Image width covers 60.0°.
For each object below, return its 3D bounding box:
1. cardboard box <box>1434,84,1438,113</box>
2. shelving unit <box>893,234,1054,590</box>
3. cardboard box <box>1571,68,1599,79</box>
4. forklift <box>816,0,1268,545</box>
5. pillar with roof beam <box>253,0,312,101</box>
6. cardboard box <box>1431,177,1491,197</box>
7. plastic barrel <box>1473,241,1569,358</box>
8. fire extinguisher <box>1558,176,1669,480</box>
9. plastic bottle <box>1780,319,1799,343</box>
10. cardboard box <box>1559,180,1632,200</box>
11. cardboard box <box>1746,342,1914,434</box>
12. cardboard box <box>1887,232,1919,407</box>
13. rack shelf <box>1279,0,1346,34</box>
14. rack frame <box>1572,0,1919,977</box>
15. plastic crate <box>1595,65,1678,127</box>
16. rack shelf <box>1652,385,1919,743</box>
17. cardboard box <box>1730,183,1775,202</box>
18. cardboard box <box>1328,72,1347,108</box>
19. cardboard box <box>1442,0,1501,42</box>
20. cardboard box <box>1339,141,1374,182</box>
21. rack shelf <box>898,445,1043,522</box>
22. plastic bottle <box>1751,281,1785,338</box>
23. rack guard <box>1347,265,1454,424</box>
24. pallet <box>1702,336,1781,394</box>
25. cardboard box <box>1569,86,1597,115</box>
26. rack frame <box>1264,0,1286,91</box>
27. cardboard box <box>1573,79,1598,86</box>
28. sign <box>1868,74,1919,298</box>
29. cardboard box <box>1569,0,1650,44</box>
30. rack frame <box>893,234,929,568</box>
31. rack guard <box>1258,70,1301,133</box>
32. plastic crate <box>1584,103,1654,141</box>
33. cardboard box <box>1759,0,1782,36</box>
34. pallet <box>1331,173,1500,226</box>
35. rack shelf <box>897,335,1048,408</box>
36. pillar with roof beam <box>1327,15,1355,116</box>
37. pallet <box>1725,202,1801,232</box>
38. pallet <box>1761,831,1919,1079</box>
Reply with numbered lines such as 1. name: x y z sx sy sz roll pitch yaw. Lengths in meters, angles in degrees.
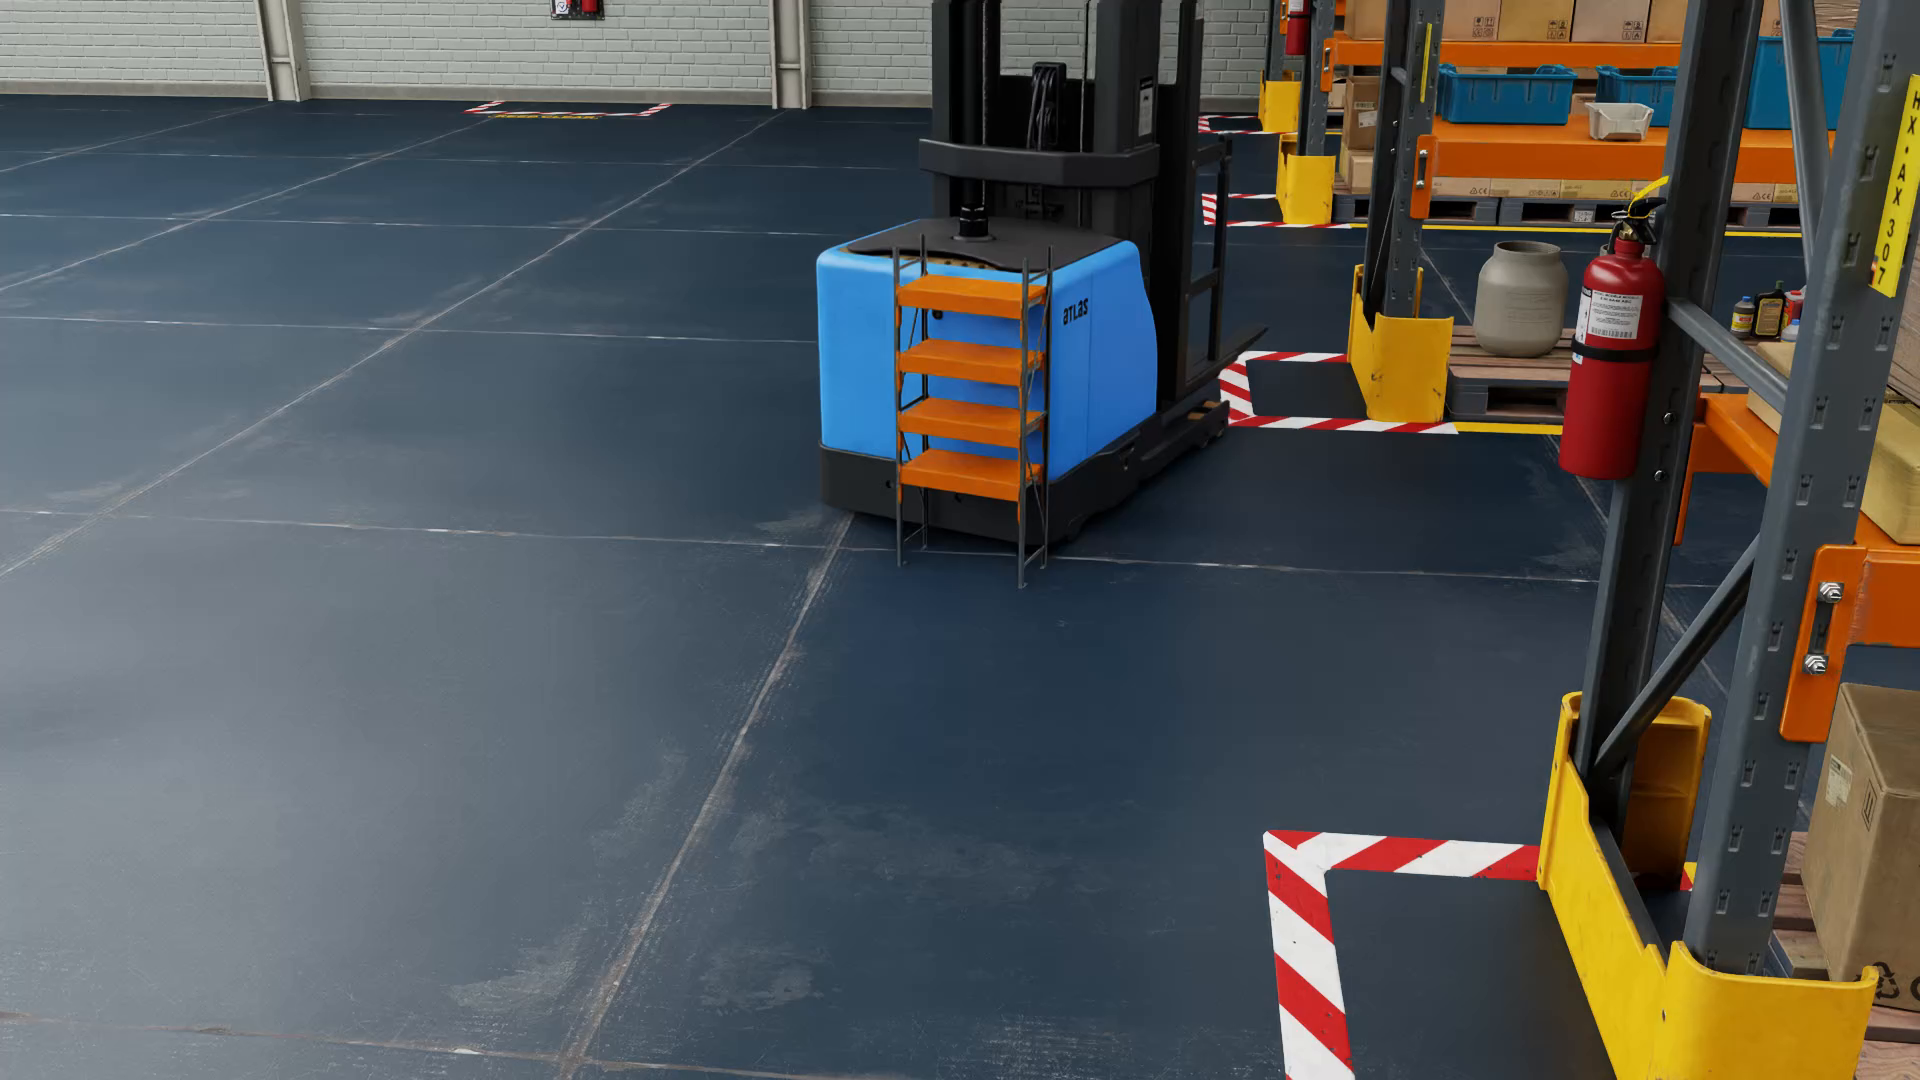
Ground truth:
1. cardboard box: 3.684 -3.095 12.337 0.500 0.500 0.500 2 22 6
2. shelving unit: 0.045 -0.458 5.965 0.503 1.200 0.258 10 24 23
3. cardboard box: 6.197 -4.663 16.957 0.500 0.500 0.500 1 22 2
4. forklift: 0.586 -1.844 7.117 1.130 2.935 3.031 11 24 26
5. pillar with roof beam: -8.366 -7.787 13.896 0.400 9.000 9.100 2 22 6
6. cardboard box: 3.684 -2.747 12.477 0.500 0.250 0.500 2 22 6
7. plastic barrel: 2.757 -1.185 8.169 0.421 0.512 0.421 0 22 0
8. fire extinguisher: 1.452 -0.476 3.668 0.183 0.674 0.296 2 22 6
9. plastic bottle: 3.858 -0.890 7.725 0.097 0.271 0.097 0 22 0
10. cardboard box: 4.676 -2.702 12.363 0.500 0.250 0.500 2 22 6
11. cardboard box: 1.819 -0.285 3.422 0.250 0.149 0.380 2 22 6
12. cardboard box: 2.054 -0.489 3.057 0.500 0.500 0.875 2 22 6
13. rack shelf: 5.246 -5.343 16.853 4.000 0.370 1.077 2 22 6
14. rack frame: 1.511 -0.338 3.216 0.127 3.000 1.000 2 22 6
15. plastic crate: 3.271 -2.135 7.963 0.408 0.251 0.499 2 22 6
16. rack shelf: 3.497 0.083 3.129 4.000 0.370 1.077 2 22 6
17. cardboard box: 5.671 -2.664 12.267 0.500 0.250 0.500 2 22 6
18. cardboard box: 3.936 -4.655 17.194 0.500 0.311 0.500 0 22 0
19. cardboard box: 3.665 -3.956 12.230 0.500 0.500 0.700 3 22 8
20. cardboard box: 3.248 -2.956 13.007 0.500 0.250 0.500 2 22 6
21. rack shelf: 0.045 -0.210 6.063 0.480 0.148 0.258 10 24 23
22. plastic bottle: 4.088 -1.170 8.417 0.133 0.283 0.061 3 22 8
23. rack guard: 2.175 -0.998 8.285 0.348 0.500 1.175 2 22 6
24. pallet: 4.189 -0.773 8.108 1.213 0.211 1.003 2 22 6
25. cardboard box: 4.676 -3.050 12.224 0.500 0.500 0.500 2 22 6
26. rack frame: 3.260 -5.764 16.939 0.127 3.000 1.000 2 22 6
27. cardboard box: 4.739 -3.246 12.719 0.500 0.500 0.500 2 22 6
28. sign: 1.447 -0.543 2.556 0.005 0.325 0.100 2 22 6
29. cardboard box: 4.680 -3.911 12.116 0.500 0.500 0.700 3 22 8
30. rack frame: -0.176 -0.495 6.061 0.015 1.200 0.240 10 24 23
31. rack guard: 3.335 -4.598 17.390 0.348 0.500 1.175 2 22 6
32. plastic crate: 2.945 -1.868 7.443 0.250 0.136 0.298 2 22 6
33. cardboard box: 5.687 -3.866 12.002 0.500 0.500 0.700 2 22 6
34. pallet: 3.445 -2.641 12.832 1.213 0.211 1.003 2 22 6
35. rack shelf: 0.045 -0.603 5.908 0.480 0.148 0.258 10 24 23
36. pillar with roof beam: 3.550 -7.268 12.583 0.400 9.000 9.100 2 22 6
37. pallet: 5.868 -2.535 12.565 1.213 0.211 1.003 2 22 6
38. pallet: 2.389 1.010 3.599 1.213 0.211 1.003 2 22 6
